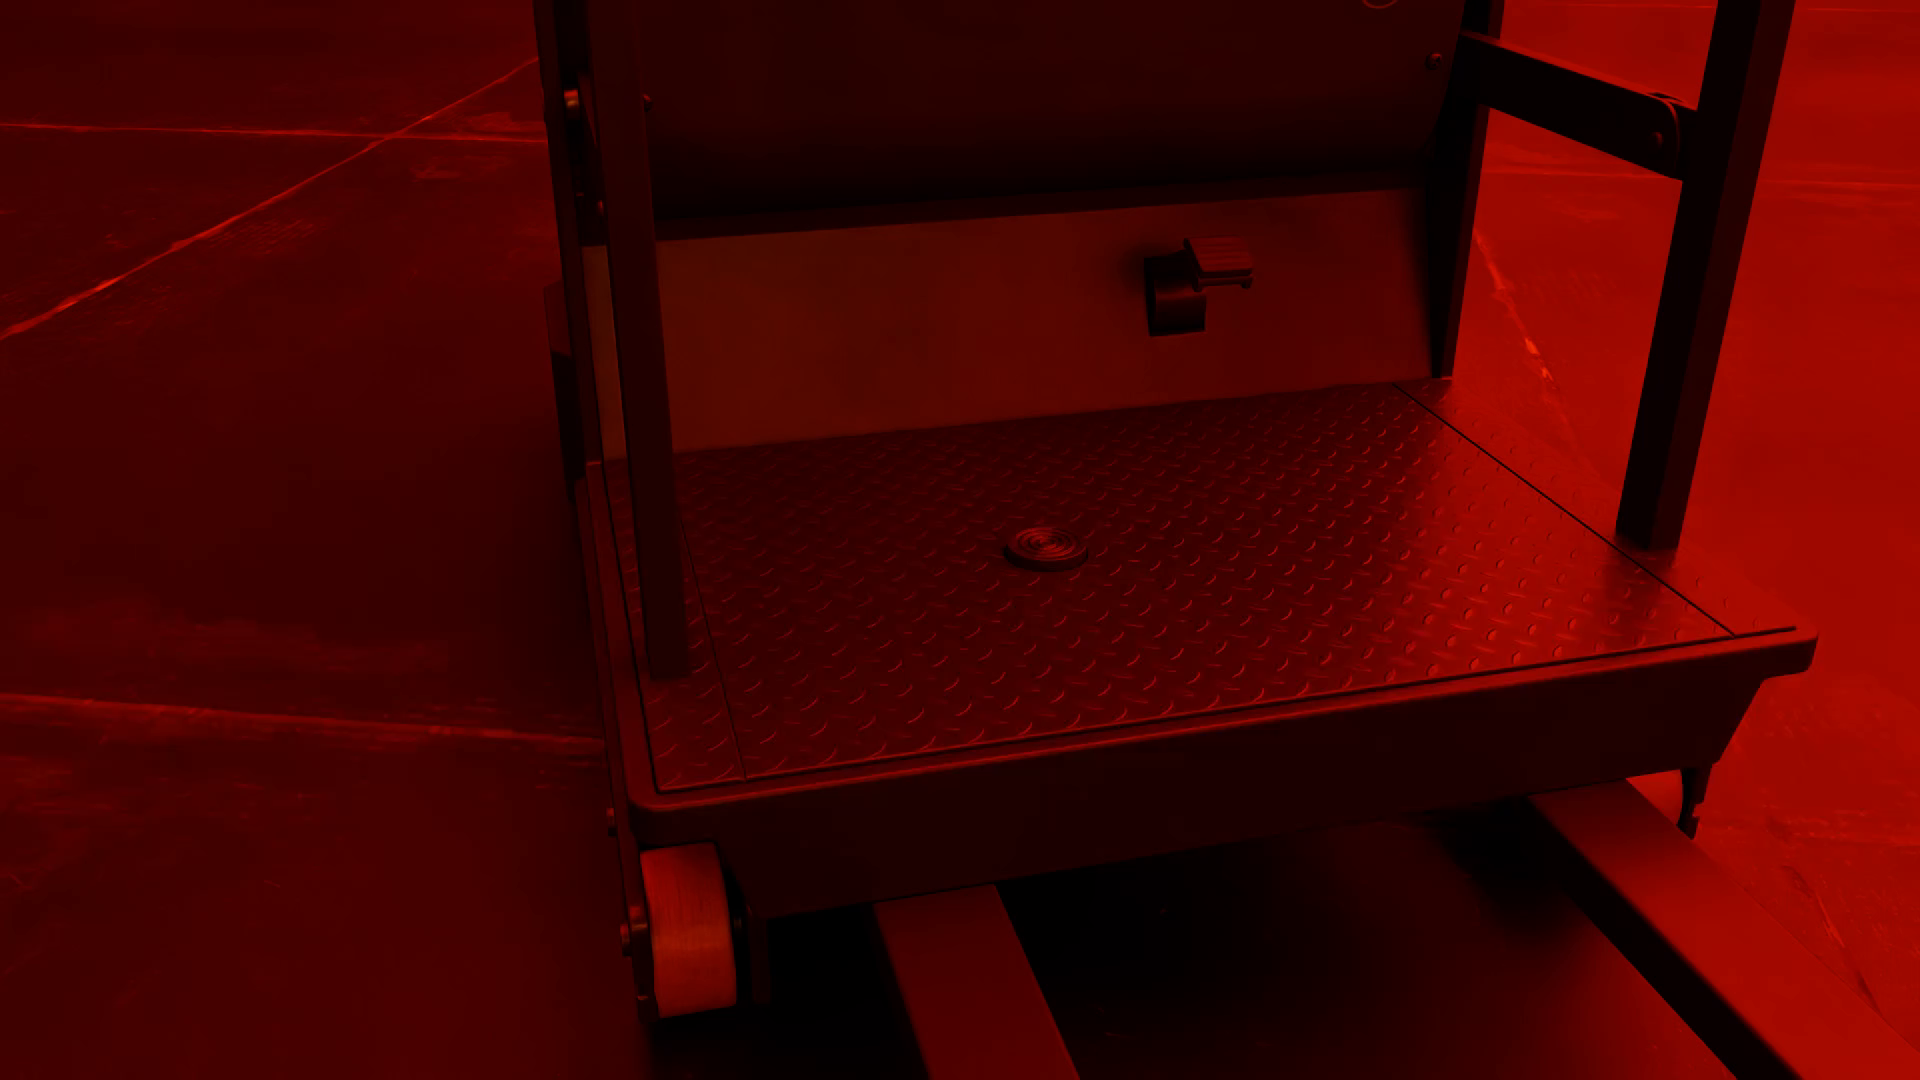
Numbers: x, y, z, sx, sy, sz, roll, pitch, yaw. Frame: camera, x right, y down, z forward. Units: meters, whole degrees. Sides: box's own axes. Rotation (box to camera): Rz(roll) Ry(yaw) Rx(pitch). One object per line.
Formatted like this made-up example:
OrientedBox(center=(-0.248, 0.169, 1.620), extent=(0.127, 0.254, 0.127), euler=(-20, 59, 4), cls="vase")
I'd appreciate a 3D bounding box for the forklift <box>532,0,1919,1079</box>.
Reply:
OrientedBox(center=(0.153, -1.049, 1.319), extent=(1.130, 2.935, 3.031), euler=(-7, 27, -13), cls="forklift")
